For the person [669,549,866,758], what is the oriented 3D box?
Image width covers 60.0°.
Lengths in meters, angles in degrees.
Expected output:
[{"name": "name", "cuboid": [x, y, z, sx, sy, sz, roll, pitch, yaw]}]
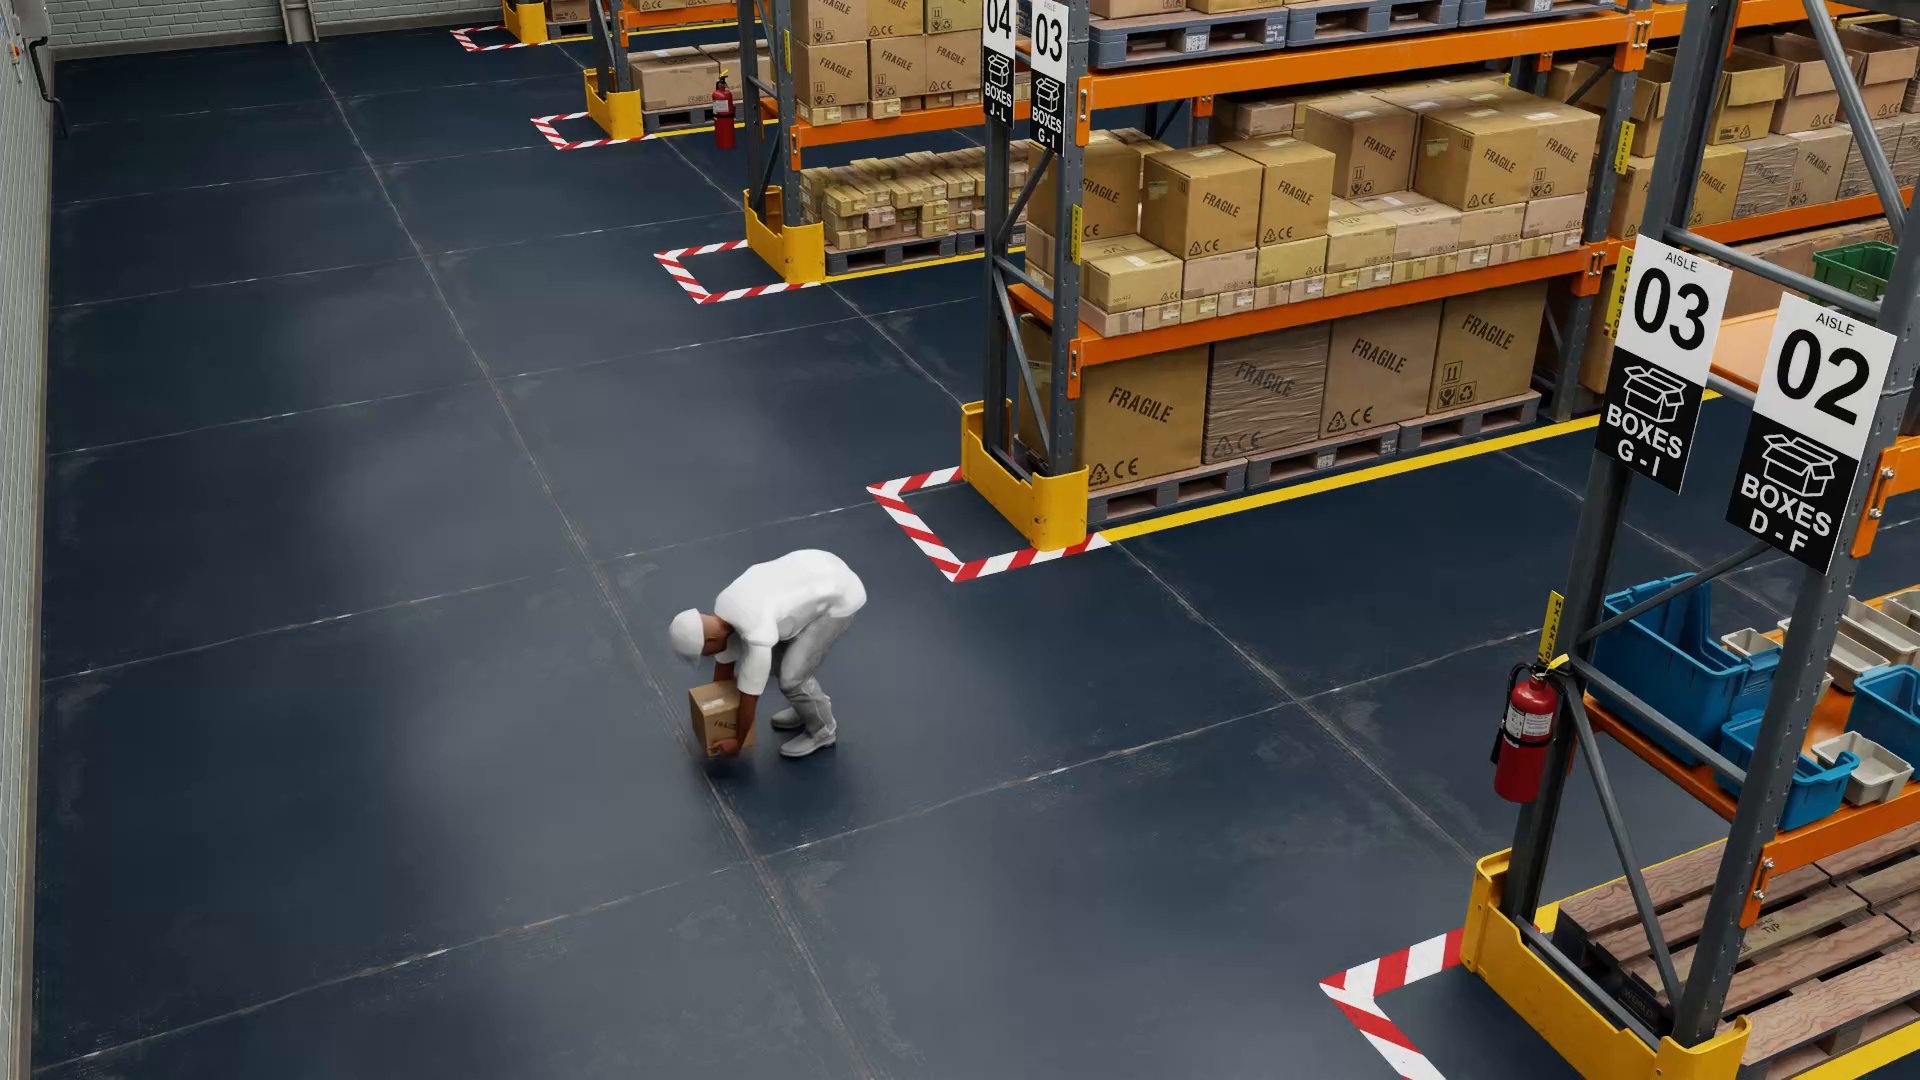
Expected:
[{"name": "person", "cuboid": [-0.932, 0.589, 8.138, 0.977, 1.018, 0.497, -15, 32, -24]}]
